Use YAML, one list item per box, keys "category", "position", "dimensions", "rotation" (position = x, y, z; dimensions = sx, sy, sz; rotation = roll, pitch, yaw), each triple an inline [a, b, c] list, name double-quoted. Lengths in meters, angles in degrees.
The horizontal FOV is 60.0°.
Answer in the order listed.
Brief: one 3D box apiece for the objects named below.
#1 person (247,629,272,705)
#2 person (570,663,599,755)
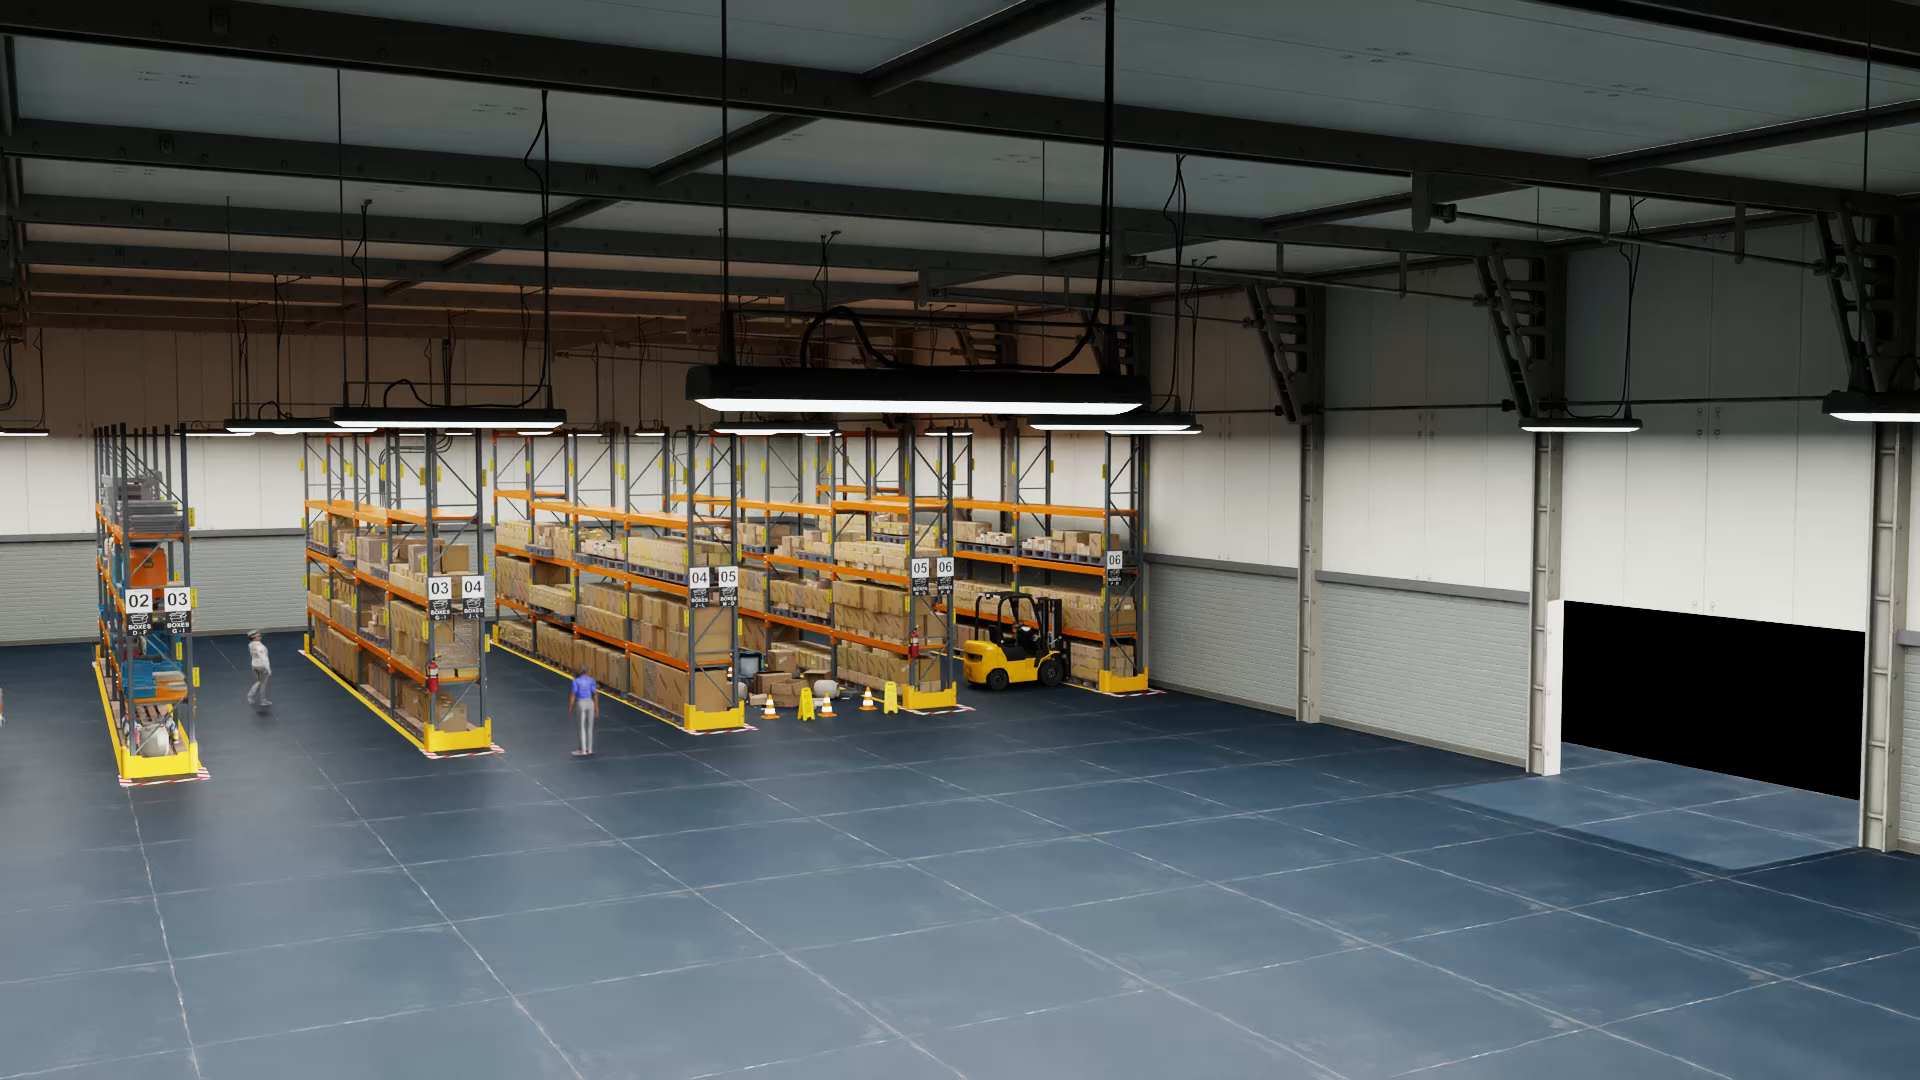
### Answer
- category: "person"
  position: [-14.969, 2.730, 35.630]
  dimensions: [0.525, 1.661, 0.538]
  rotation: [2, 4, 35]
- category: "person"
  position: [-6.817, 3.074, 30.167]
  dimensions: [0.508, 1.683, 0.363]
  rotation: [-1, 4, -18]
